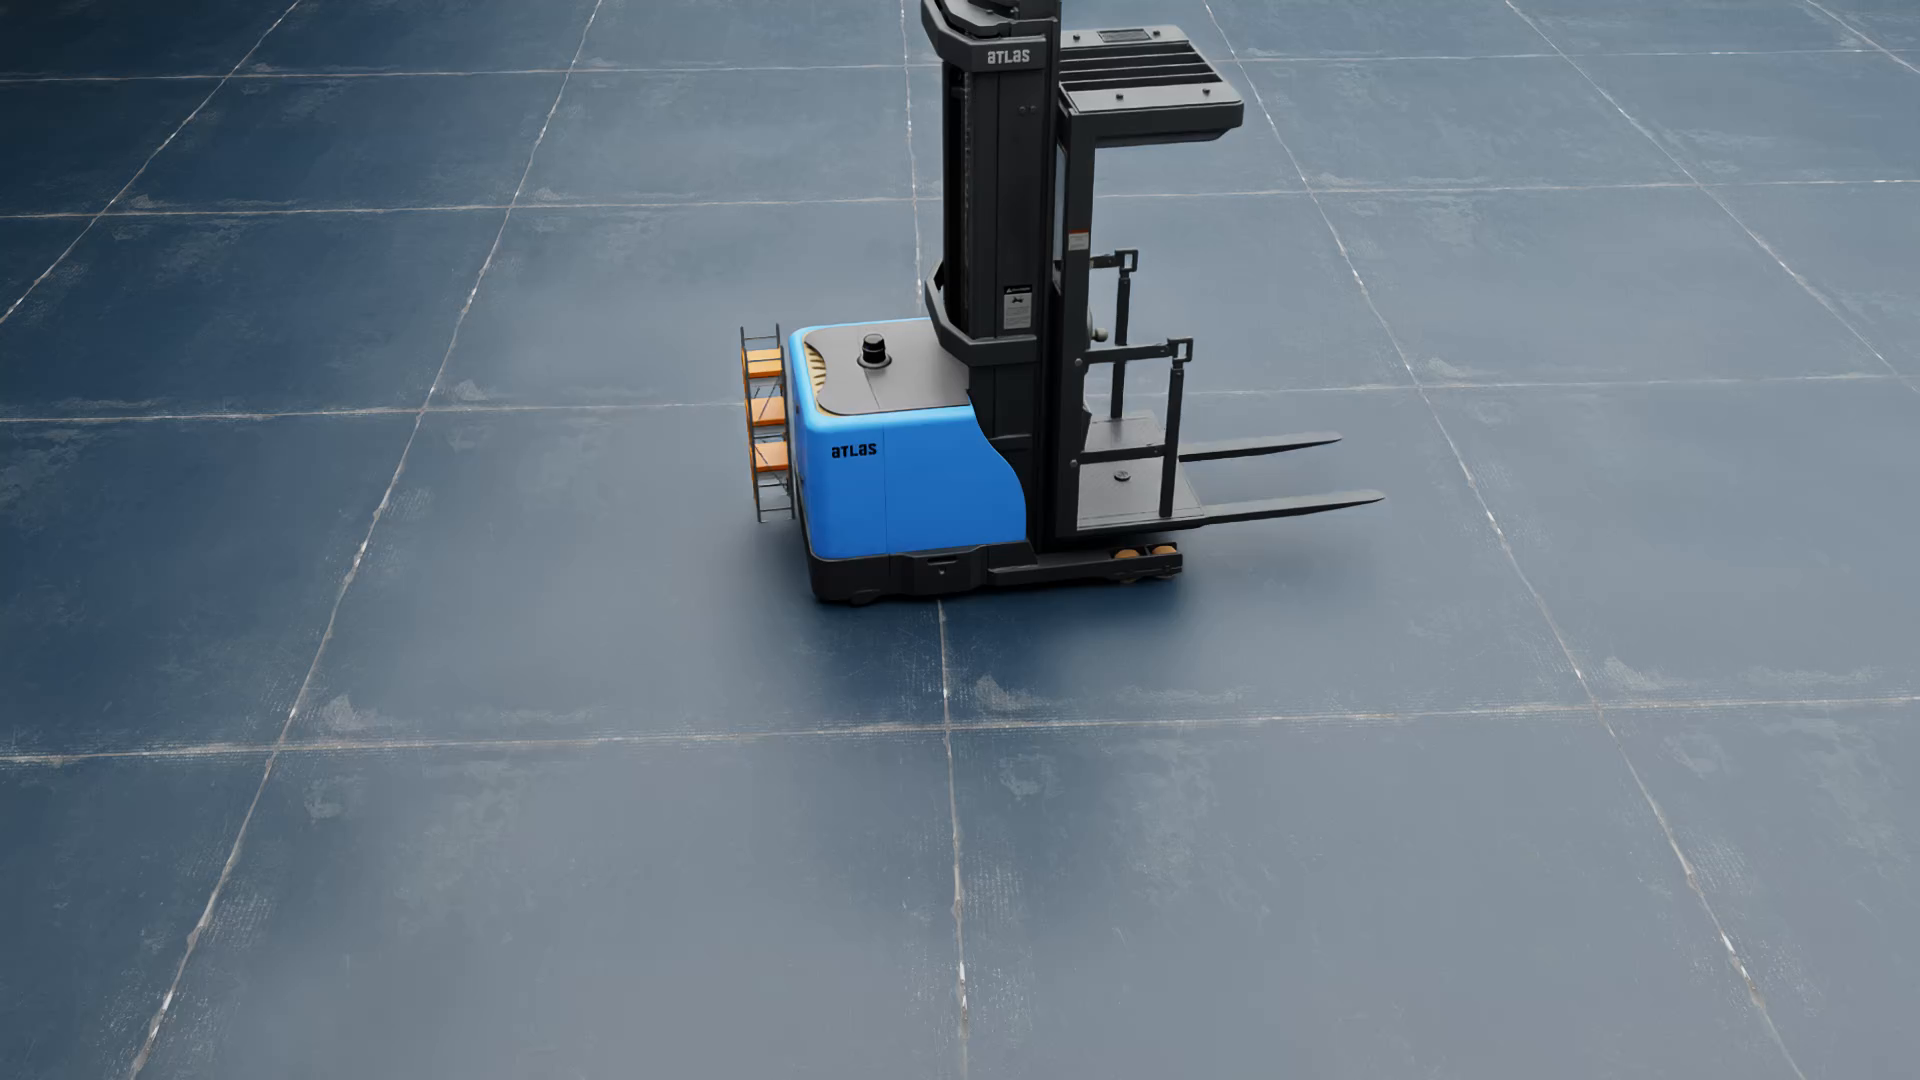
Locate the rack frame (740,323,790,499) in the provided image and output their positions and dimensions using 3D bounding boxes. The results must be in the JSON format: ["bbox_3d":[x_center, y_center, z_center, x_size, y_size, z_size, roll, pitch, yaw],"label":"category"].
[{"bbox_3d":[-1.029,-0.670,8.831,0.200,1.050,0.008,-6,35,-8],"label":"rack frame"}]

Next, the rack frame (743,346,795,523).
[{"bbox_3d":[-0.985,-0.533,8.634,0.200,1.050,0.008,-6,35,-8],"label":"rack frame"}]

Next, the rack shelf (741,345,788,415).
[{"bbox_3d":[-1.007,-0.826,8.577,0.215,0.259,0.240,-6,35,-8],"label":"rack shelf"}]

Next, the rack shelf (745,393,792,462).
[{"bbox_3d":[-1.007,-0.593,8.739,0.215,0.259,0.240,-6,35,-8],"label":"rack shelf"}]

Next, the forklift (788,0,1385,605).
[{"bbox_3d":[0.681,-1.281,8.062,3.031,2.935,1.130,-6,35,-8],"label":"forklift"}]

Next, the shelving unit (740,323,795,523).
[{"bbox_3d":[-1.007,-0.601,8.733,0.215,1.050,0.252,-6,35,-8],"label":"shelving unit"}]

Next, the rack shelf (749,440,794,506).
[{"bbox_3d":[-1.007,-0.364,8.897,0.215,0.259,0.240,-6,35,-8],"label":"rack shelf"}]
